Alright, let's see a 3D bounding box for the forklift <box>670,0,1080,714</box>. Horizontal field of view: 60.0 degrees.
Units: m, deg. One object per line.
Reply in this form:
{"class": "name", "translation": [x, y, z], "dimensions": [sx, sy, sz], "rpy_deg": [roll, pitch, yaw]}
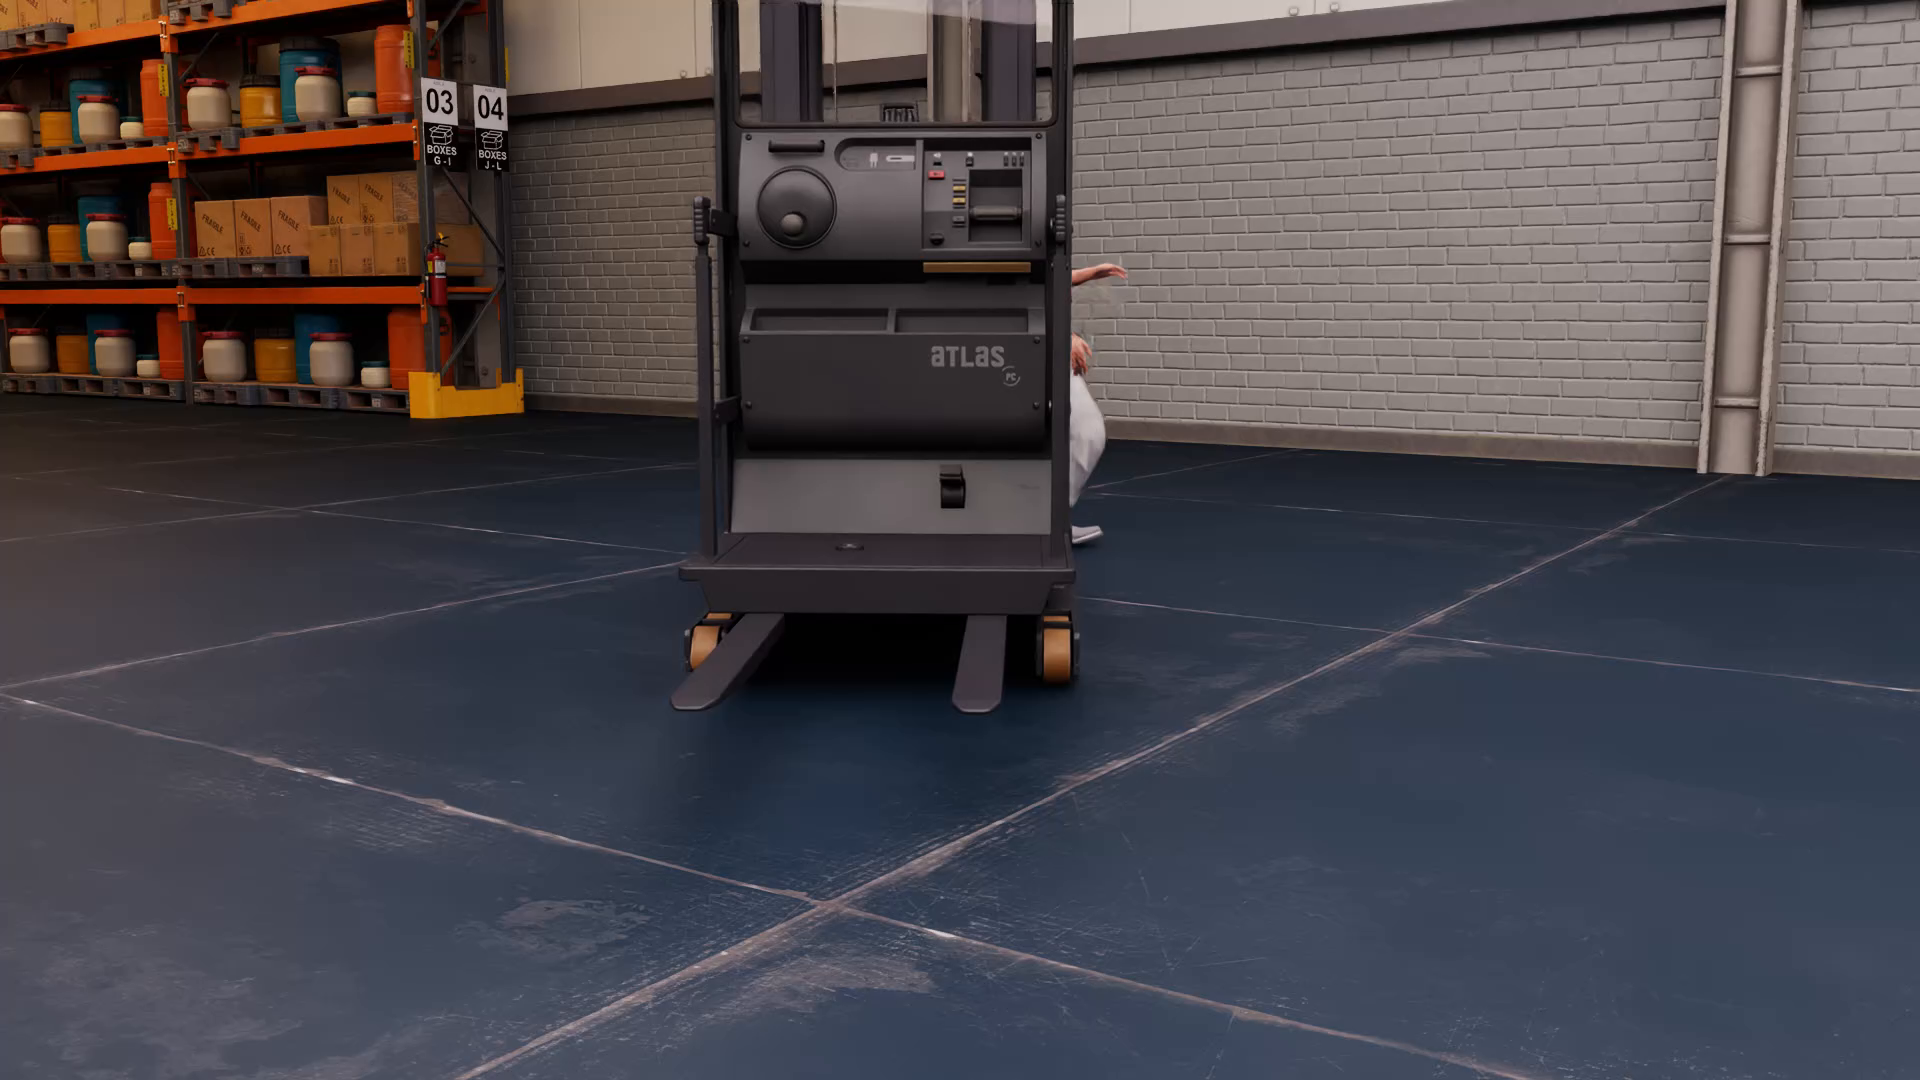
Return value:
{"class": "forklift", "translation": [-0.210, -1.086, 4.826], "dimensions": [1.130, 2.935, 3.031], "rpy_deg": [0, 8, 2]}

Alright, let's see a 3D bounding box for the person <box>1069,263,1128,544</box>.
{"class": "person", "translation": [0.366, -0.796, 7.432], "dimensions": [0.863, 1.598, 0.854], "rpy_deg": [-4, 9, -23]}
